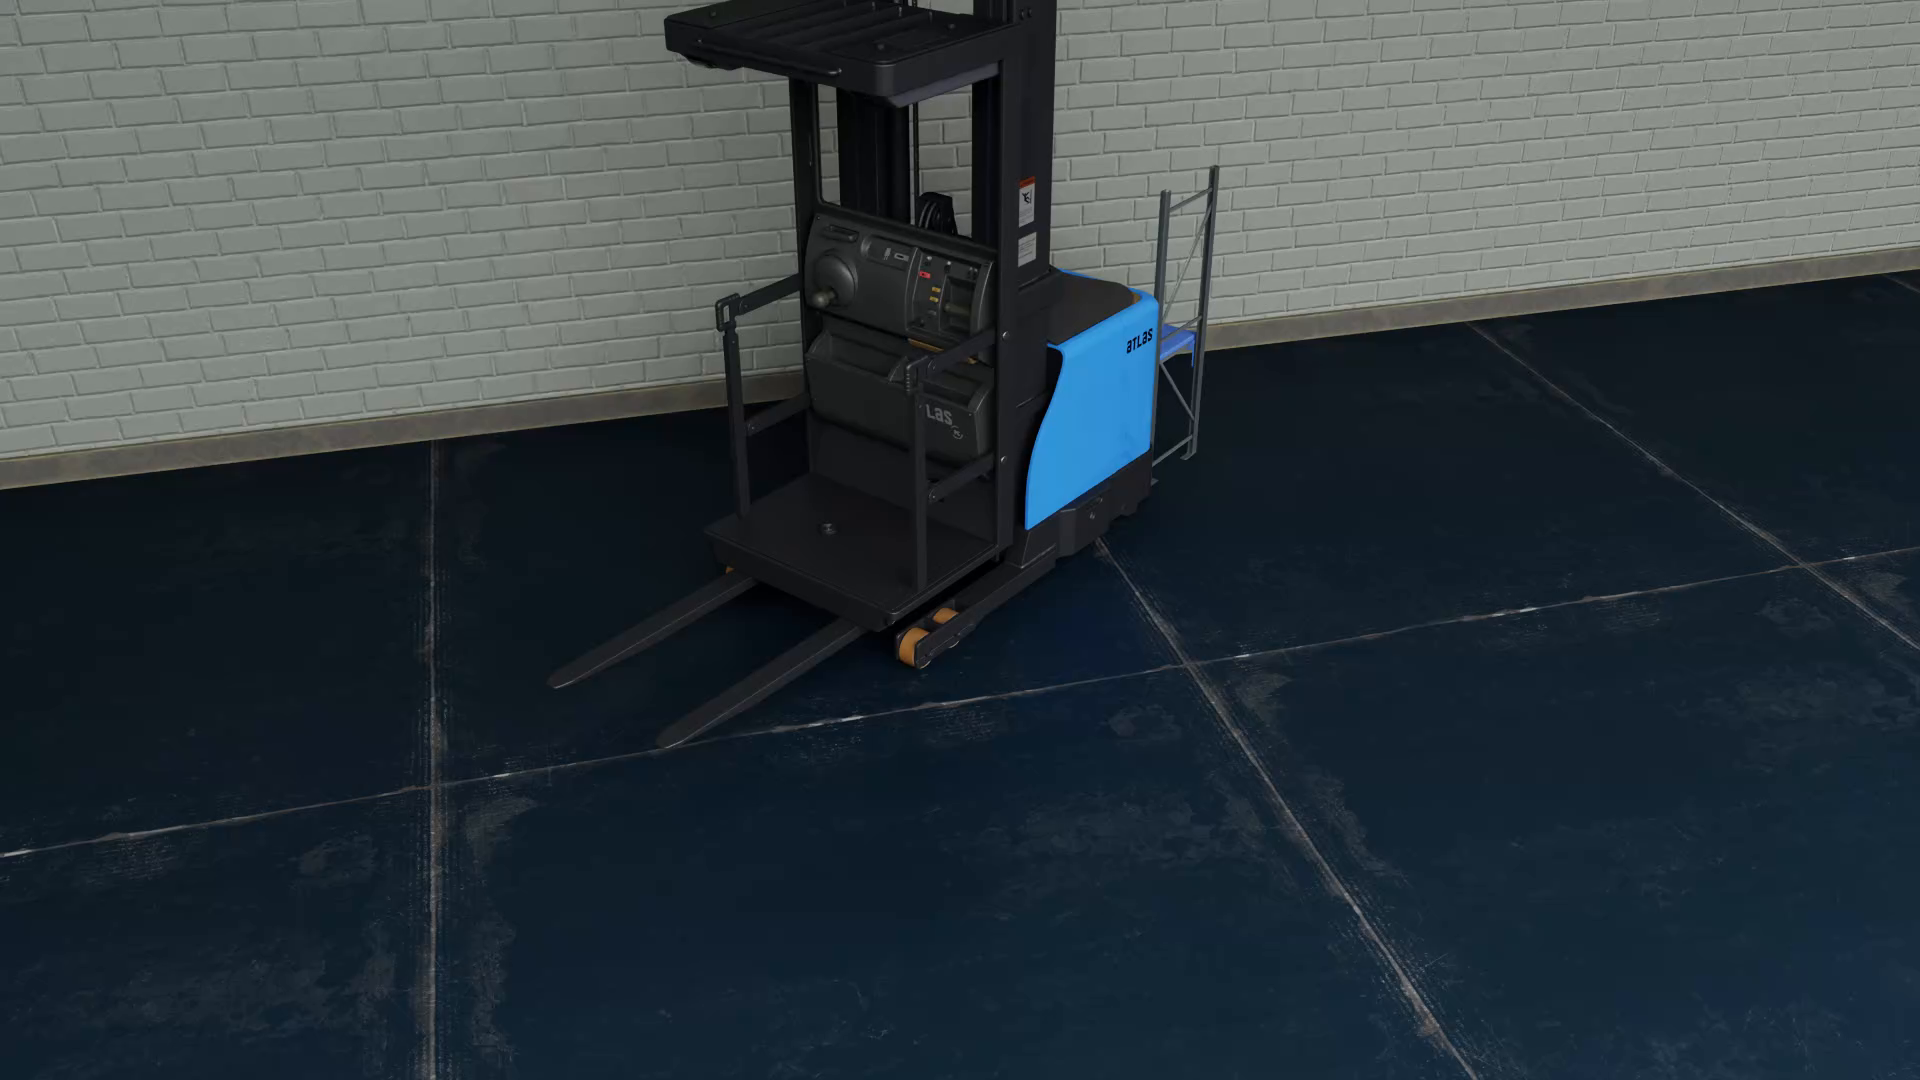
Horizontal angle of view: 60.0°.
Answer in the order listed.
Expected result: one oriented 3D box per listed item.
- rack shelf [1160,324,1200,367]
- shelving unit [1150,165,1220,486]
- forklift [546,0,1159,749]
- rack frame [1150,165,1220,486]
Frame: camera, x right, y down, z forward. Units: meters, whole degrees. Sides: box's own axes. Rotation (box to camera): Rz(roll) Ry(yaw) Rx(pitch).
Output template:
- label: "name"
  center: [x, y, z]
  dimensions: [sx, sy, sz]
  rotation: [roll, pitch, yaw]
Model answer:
- label: "rack shelf"
  center: [0.643, -0.998, 8.333]
  dimensions: [1.000, 0.185, 0.538]
  rotation: [20, 35, 31]
- label: "shelving unit"
  center: [0.643, -1.154, 8.243]
  dimensions: [1.048, 1.500, 0.538]
  rotation: [20, 35, 31]
- label: "forklift"
  center: [-0.389, -1.021, 6.588]
  dimensions: [1.130, 2.935, 3.031]
  rotation: [22, 36, 32]
- label: "rack frame"
  center: [1.054, -1.004, 7.984]
  dimensions: [0.032, 1.500, 0.500]
  rotation: [20, 35, 31]
